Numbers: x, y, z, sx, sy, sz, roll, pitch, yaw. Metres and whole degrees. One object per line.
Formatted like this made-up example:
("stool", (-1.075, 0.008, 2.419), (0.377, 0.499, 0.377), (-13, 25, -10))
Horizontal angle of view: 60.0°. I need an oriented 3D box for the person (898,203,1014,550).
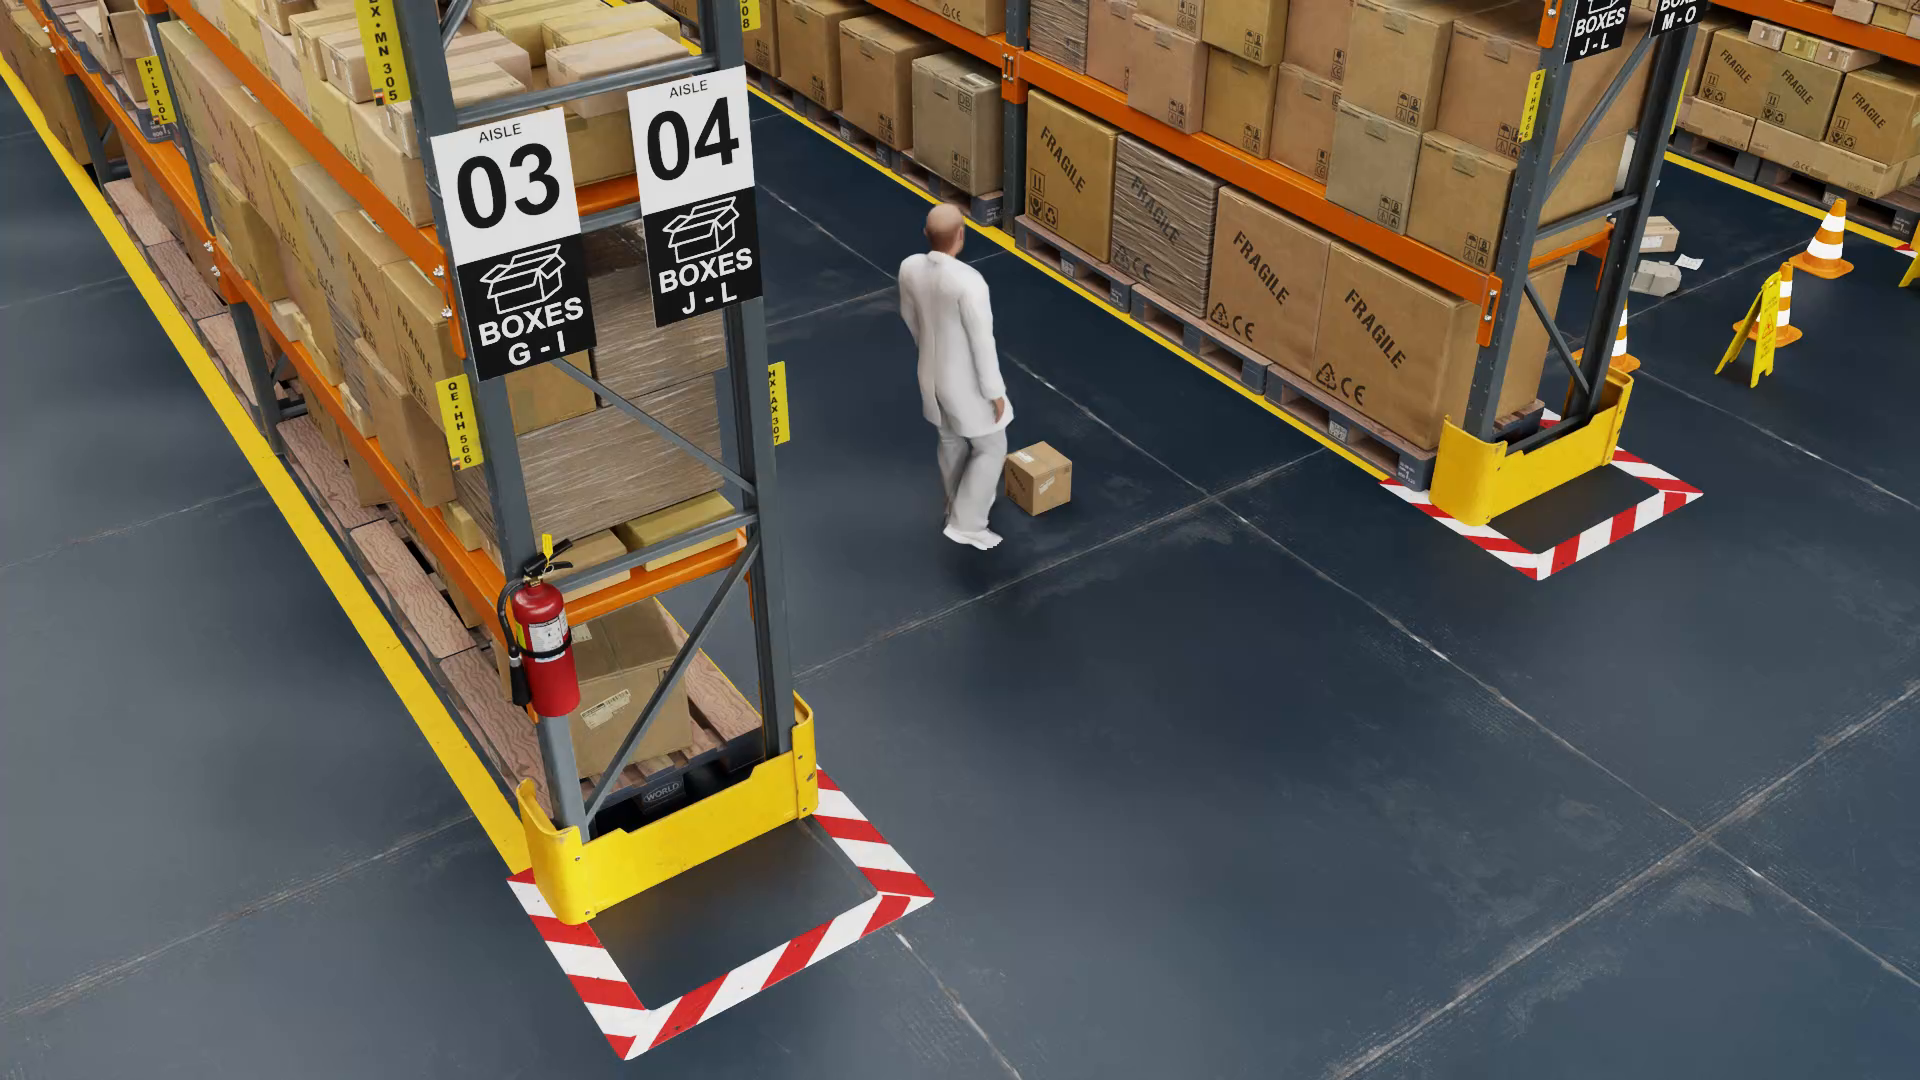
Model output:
("person", (0.032, -0.792, 8.141), (0.522, 1.840, 0.686), (-28, 44, -33))
